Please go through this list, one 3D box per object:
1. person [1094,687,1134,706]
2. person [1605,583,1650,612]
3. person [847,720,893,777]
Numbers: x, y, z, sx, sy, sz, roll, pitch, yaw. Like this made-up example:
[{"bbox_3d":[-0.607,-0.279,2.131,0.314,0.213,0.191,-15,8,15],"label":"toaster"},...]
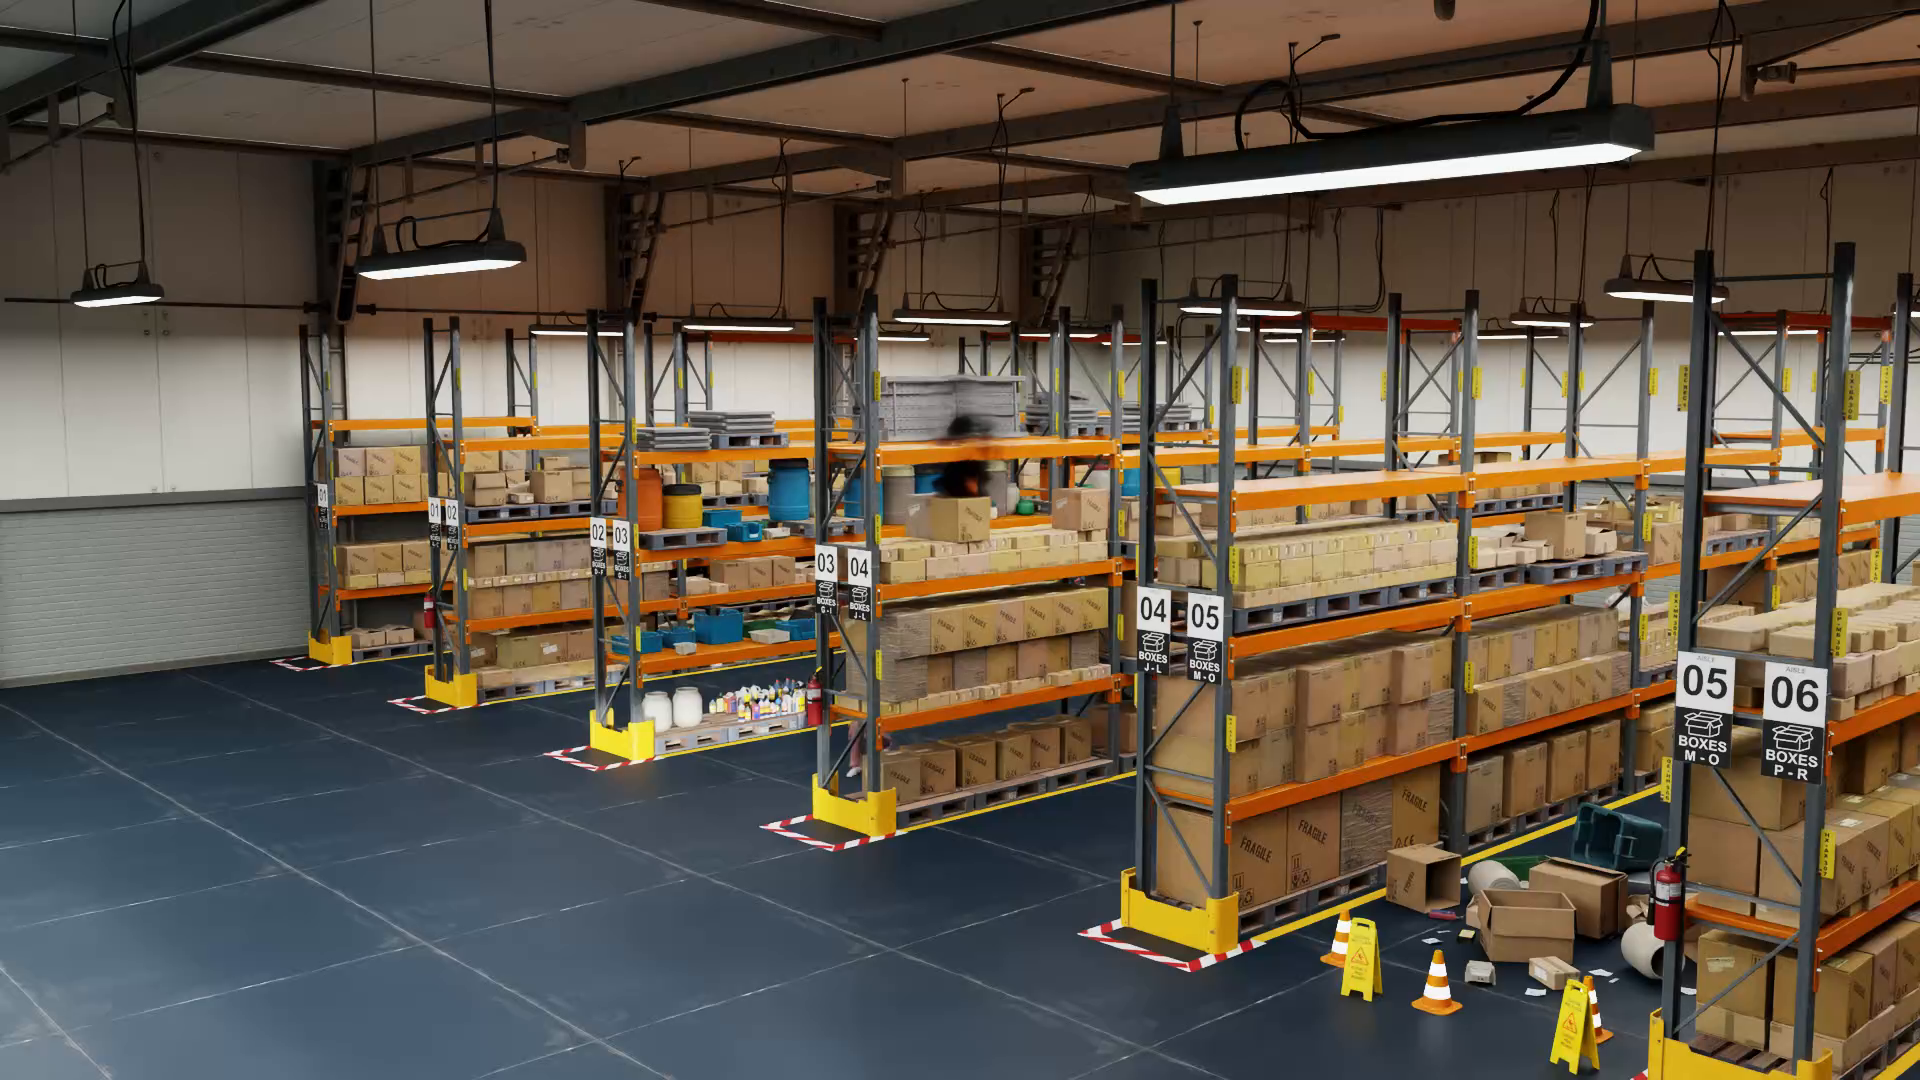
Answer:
[{"bbox_3d":[2.191,1.851,24.042,0.716,1.754,1.016,5,8,40],"label":"person"},{"bbox_3d":[11.342,1.499,28.198,0.798,1.748,0.730,2,6,23],"label":"person"},{"bbox_3d":[-1.193,2.176,21.523,0.579,1.671,0.894,4,7,33],"label":"person"}]
